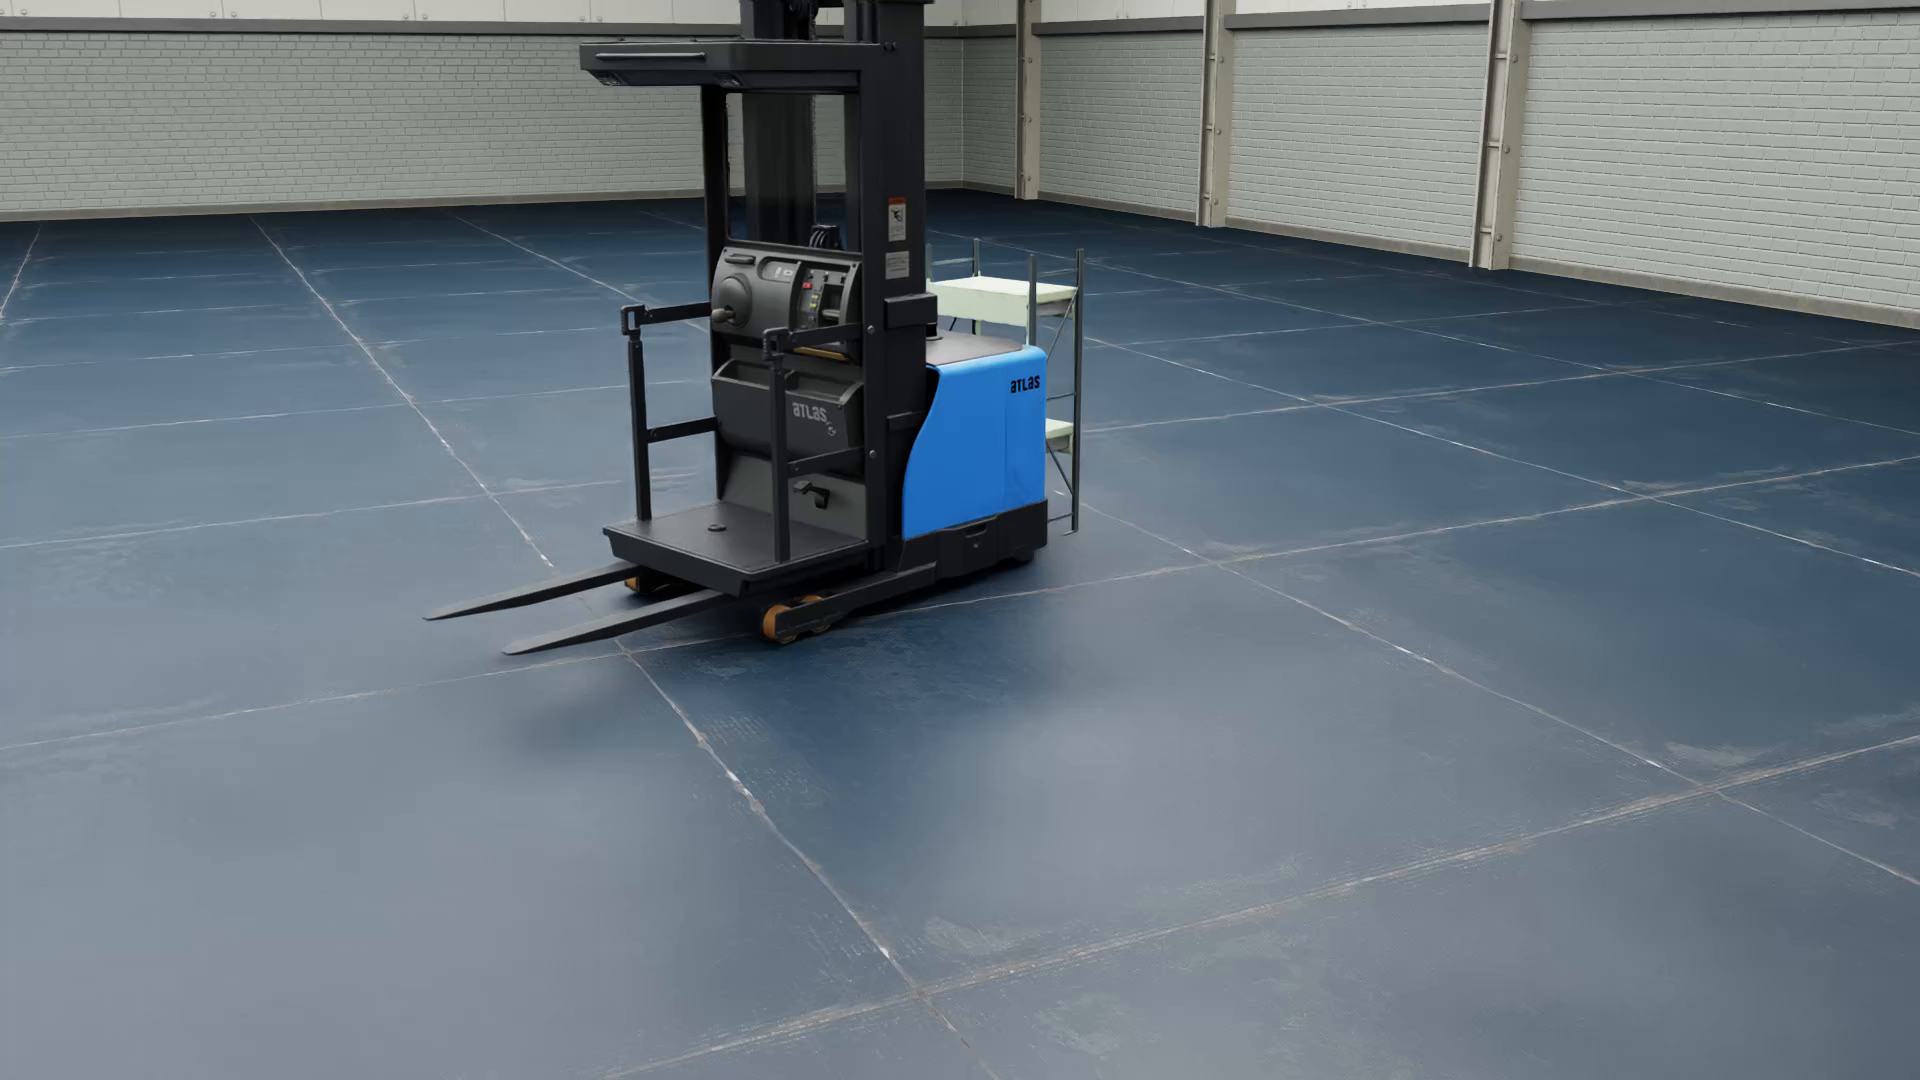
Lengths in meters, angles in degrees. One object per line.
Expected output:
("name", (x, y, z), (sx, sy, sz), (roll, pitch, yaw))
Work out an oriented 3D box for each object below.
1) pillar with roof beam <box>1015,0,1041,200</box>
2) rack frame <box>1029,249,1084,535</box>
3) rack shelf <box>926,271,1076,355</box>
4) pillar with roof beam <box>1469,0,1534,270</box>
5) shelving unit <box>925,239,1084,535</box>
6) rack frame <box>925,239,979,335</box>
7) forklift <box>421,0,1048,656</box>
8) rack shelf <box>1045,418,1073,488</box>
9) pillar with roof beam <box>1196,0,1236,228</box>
("pillar with roof beam", (-2.633, -10.124, 27.715), (9.100, 9.000, 0.400), (-8, 18, -25))
("rack frame", (0.489, -0.728, 8.569), (0.023, 1.500, 0.400), (15, 22, 41))
("rack shelf", (0.224, -1.173, 8.703), (0.720, 0.370, 0.431), (15, 22, 41))
("pillar with roof beam", (2.624, -7.148, 17.346), (9.100, 9.000, 0.400), (-8, 18, -25))
("shelving unit", (0.224, -0.798, 8.811), (0.755, 1.500, 0.431), (15, 22, 41))
("rack frame", (-0.042, -0.867, 9.053), (0.023, 1.500, 0.400), (15, 22, 41))
("forklift", (-0.937, -1.120, 7.339), (1.130, 2.935, 3.031), (15, 22, 41))
("rack shelf", (0.224, -0.484, 8.901), (0.720, 0.370, 0.431), (15, 22, 41))
("pillar with roof beam", (-0.005, -8.636, 22.530), (9.100, 9.000, 0.400), (-8, 18, -25))
